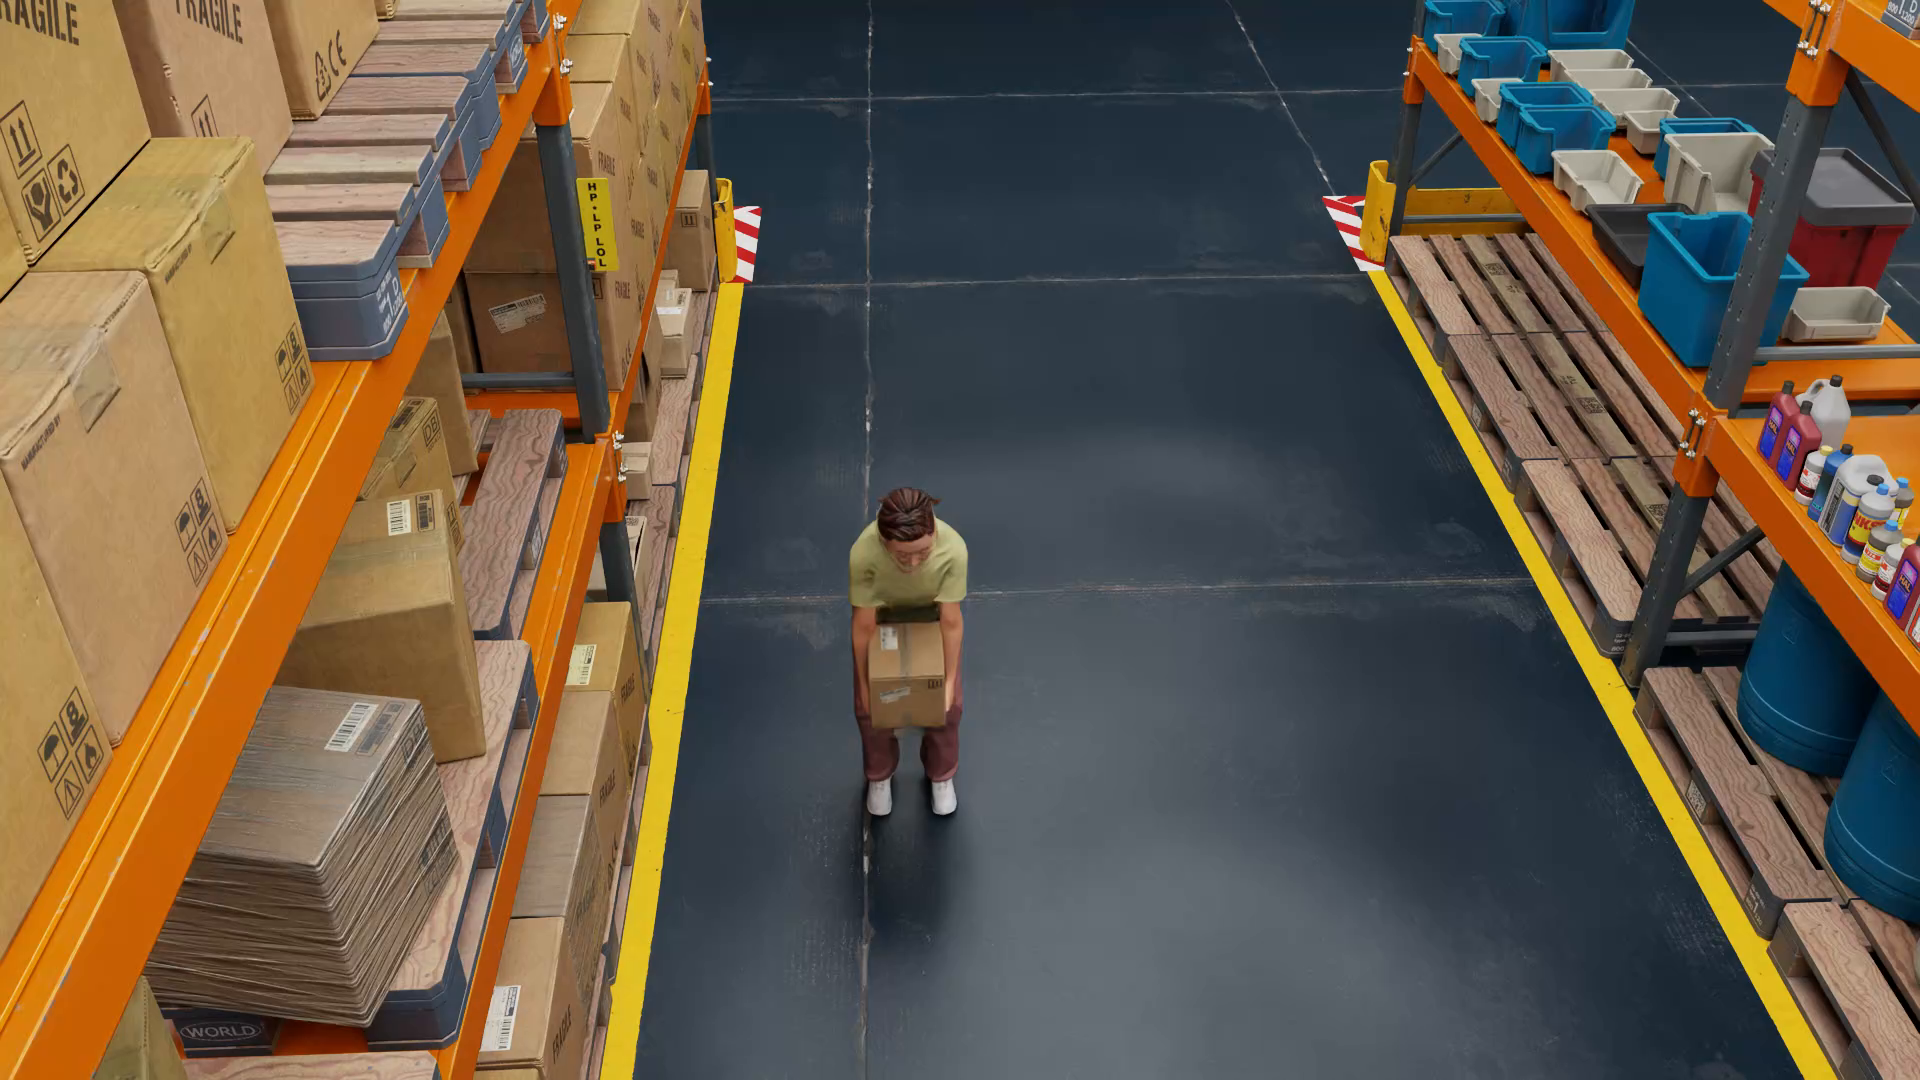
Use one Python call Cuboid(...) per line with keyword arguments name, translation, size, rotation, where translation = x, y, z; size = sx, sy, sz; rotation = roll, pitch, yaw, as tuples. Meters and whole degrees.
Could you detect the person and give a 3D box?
Cuboid(name="person", translation=(-0.176, 0.377, 5.725), size=(0.402, 1.555, 0.615), rotation=(-2, 35, -2))
